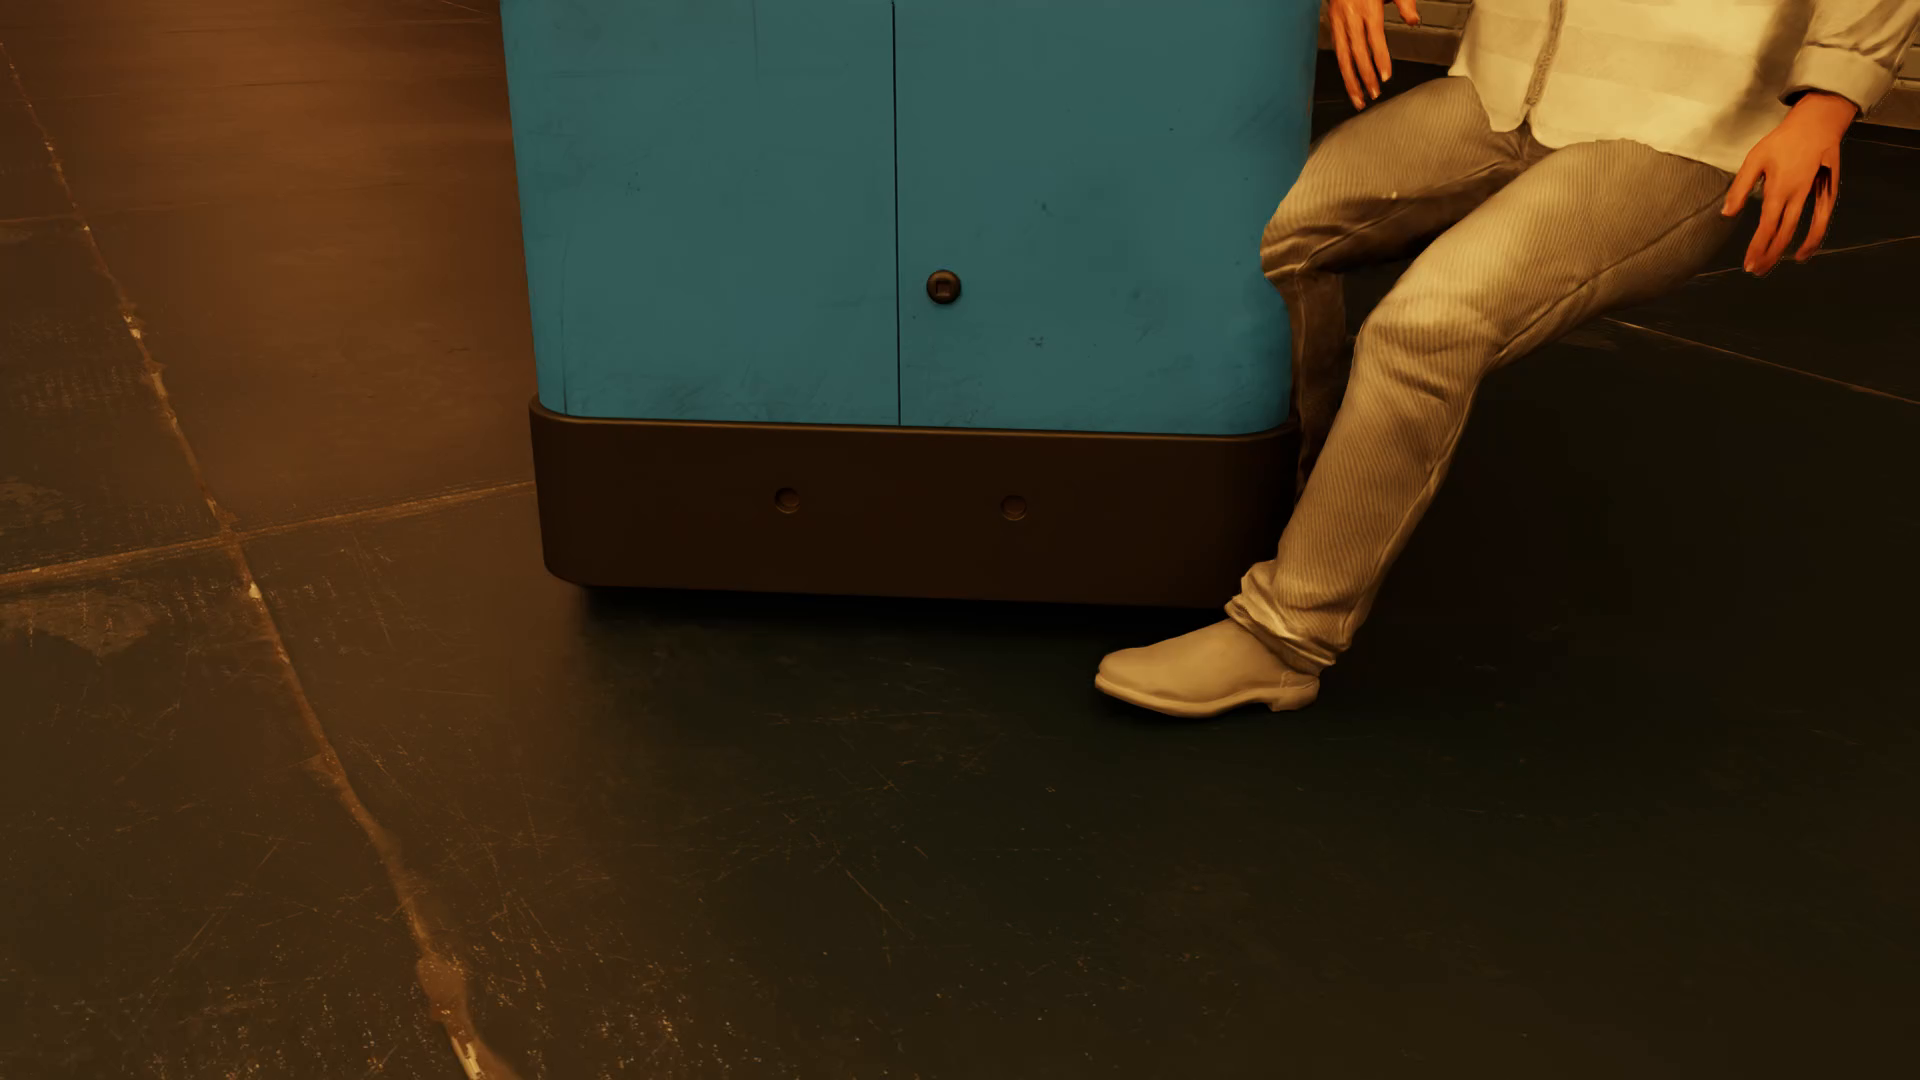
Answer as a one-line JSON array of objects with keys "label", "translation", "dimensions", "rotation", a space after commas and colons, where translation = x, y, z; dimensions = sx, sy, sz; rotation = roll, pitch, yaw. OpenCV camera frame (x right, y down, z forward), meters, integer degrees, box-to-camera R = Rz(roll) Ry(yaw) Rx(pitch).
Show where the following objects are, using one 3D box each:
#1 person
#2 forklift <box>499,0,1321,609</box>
[{"label": "person", "translation": [0.608, -0.546, 1.986], "dimensions": [0.921, 1.508, 0.787], "rotation": [-17, 28, -35]}, {"label": "forklift", "translation": [0.056, -1.783, 3.119], "dimensions": [1.130, 2.935, 3.031], "rotation": [2, 22, 5]}]
